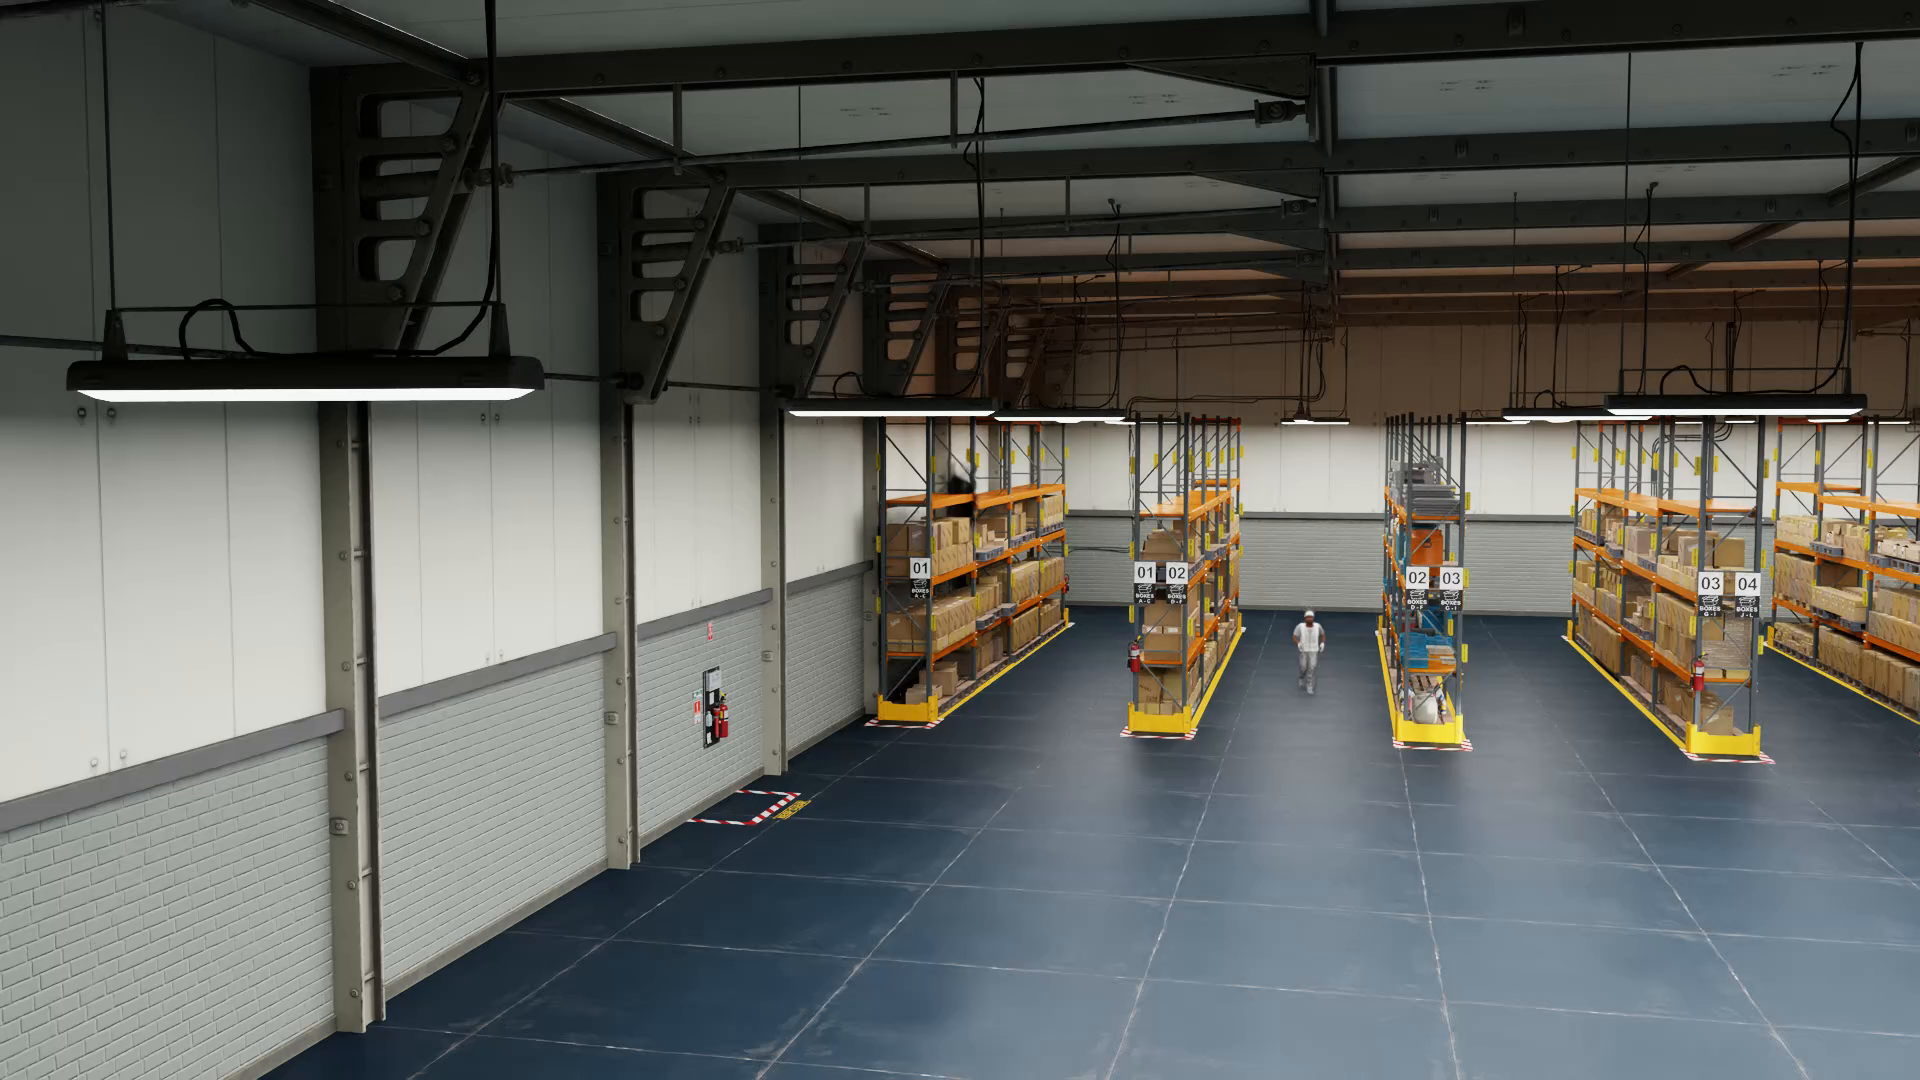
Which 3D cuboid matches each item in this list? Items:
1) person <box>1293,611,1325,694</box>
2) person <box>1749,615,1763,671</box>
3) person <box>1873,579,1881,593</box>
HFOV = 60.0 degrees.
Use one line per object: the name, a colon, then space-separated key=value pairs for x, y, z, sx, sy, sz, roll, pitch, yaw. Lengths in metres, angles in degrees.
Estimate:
person: x=7.554 y=2.412 z=35.986 sx=0.709 sy=1.775 sz=0.770 roll=0 pitch=4 yaw=5
person: x=18.500 y=2.285 z=39.000 sx=0.586 sy=1.626 sz=0.654 roll=1 pitch=4 yaw=12
person: x=24.315 y=1.893 z=44.173 sx=0.732 sy=1.735 sz=0.627 roll=1 pitch=4 yaw=16
